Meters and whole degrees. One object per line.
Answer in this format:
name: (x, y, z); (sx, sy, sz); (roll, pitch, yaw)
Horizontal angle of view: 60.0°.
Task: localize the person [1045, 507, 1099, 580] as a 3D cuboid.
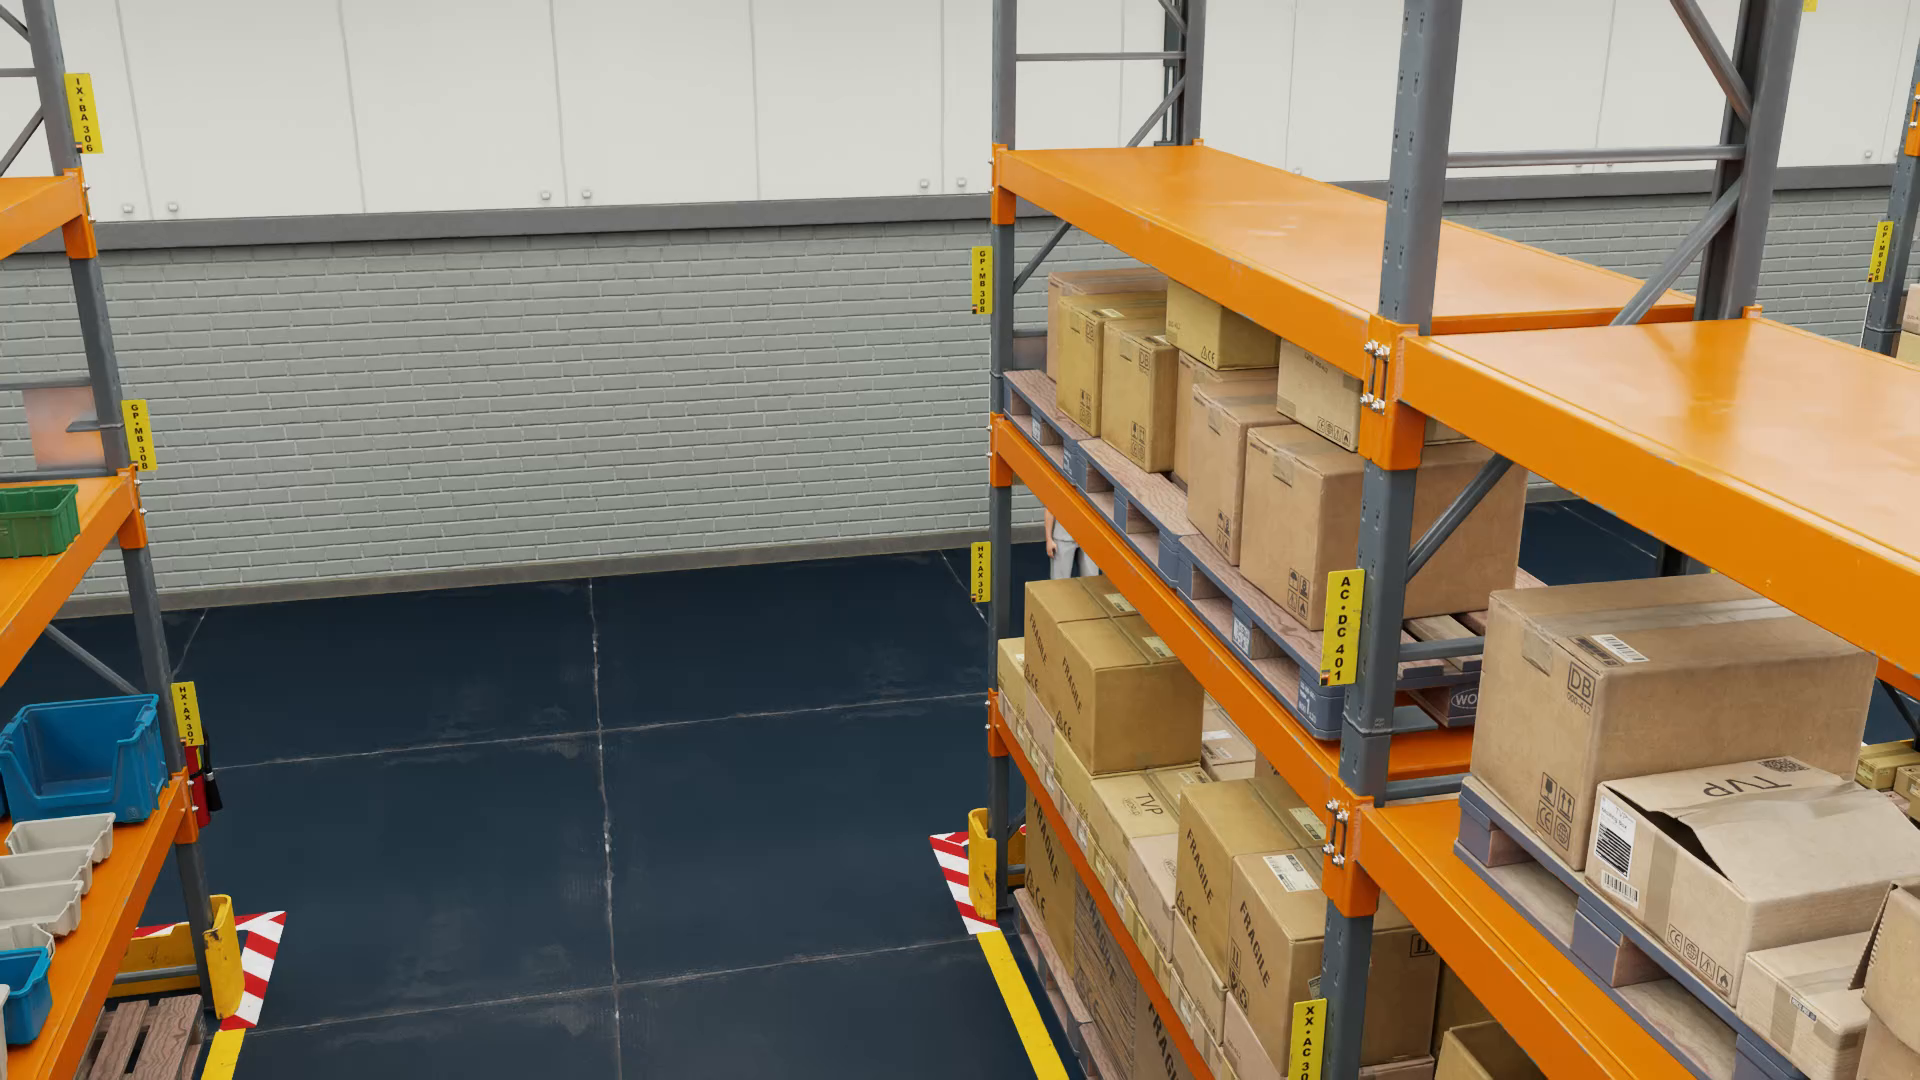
person: (0.868, 0.014, 12.323); (0.492, 1.667, 0.404); (-5, 20, -13)
